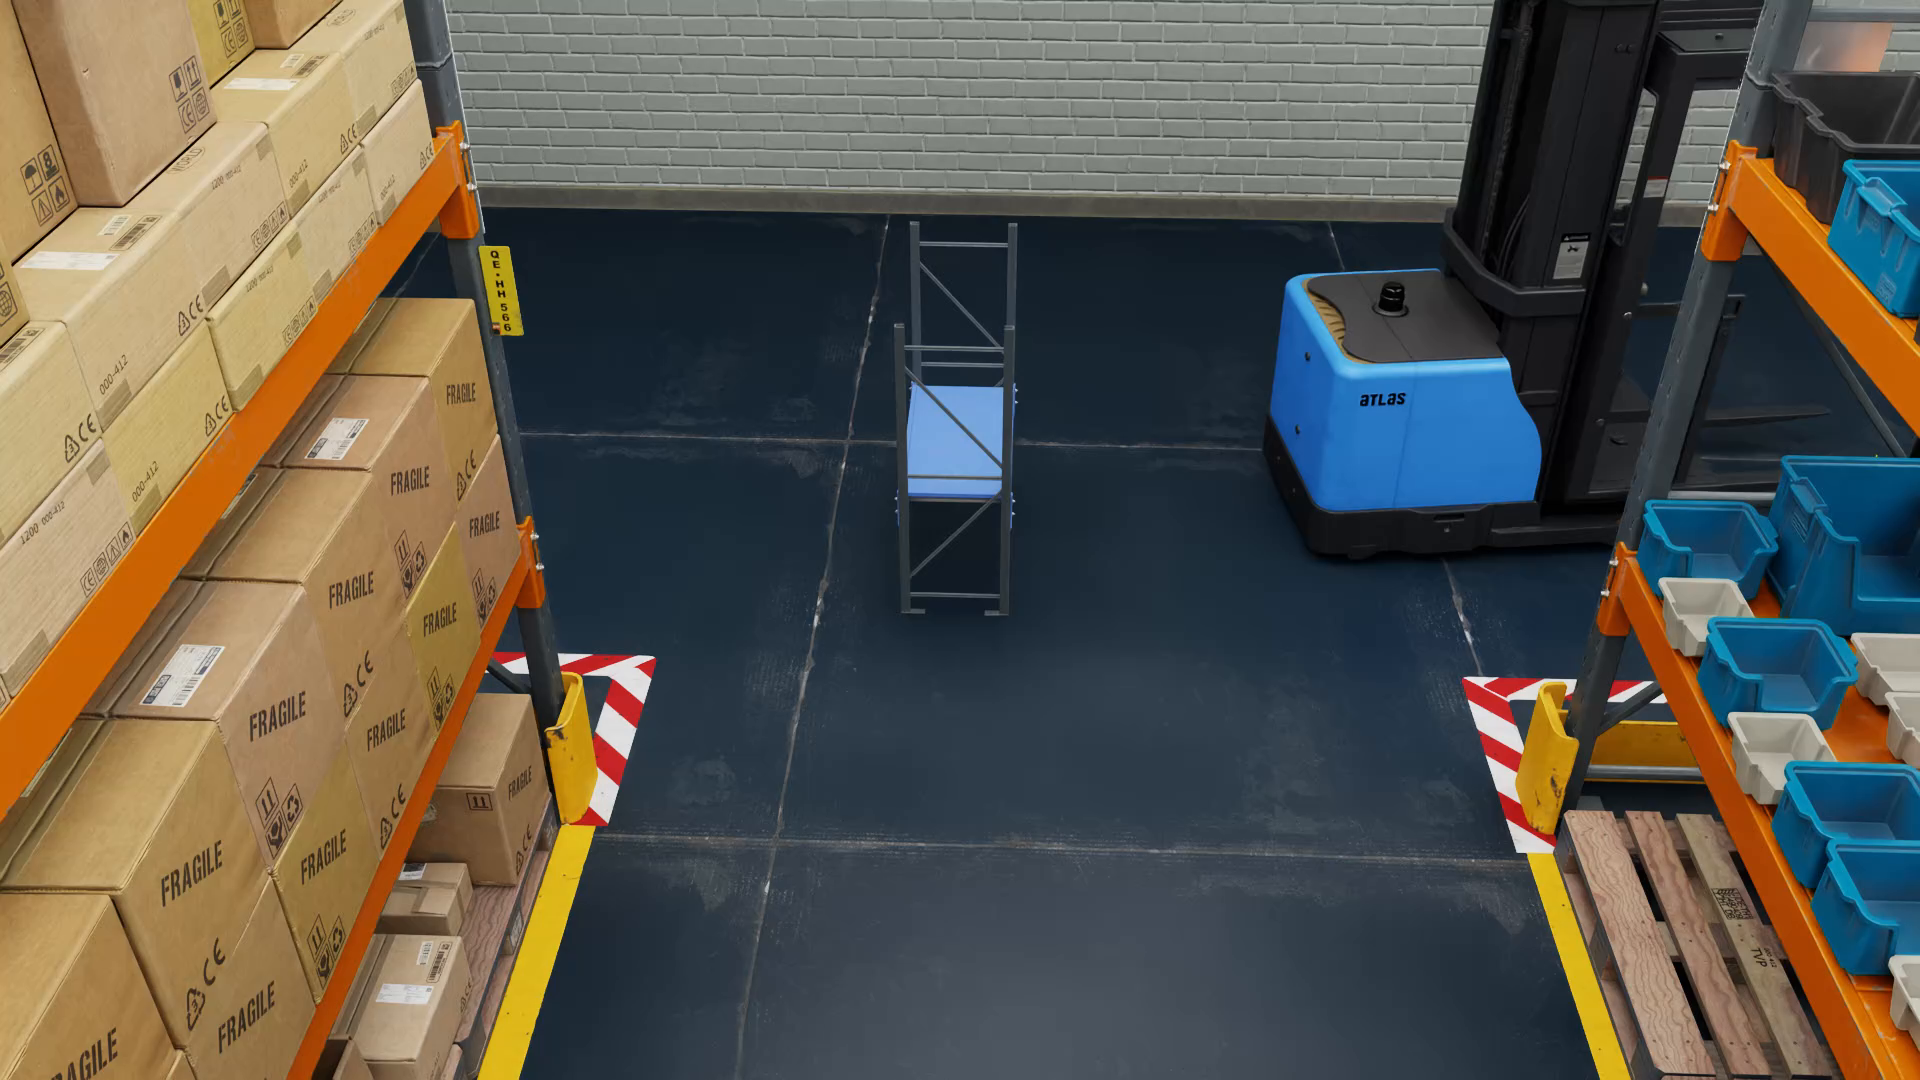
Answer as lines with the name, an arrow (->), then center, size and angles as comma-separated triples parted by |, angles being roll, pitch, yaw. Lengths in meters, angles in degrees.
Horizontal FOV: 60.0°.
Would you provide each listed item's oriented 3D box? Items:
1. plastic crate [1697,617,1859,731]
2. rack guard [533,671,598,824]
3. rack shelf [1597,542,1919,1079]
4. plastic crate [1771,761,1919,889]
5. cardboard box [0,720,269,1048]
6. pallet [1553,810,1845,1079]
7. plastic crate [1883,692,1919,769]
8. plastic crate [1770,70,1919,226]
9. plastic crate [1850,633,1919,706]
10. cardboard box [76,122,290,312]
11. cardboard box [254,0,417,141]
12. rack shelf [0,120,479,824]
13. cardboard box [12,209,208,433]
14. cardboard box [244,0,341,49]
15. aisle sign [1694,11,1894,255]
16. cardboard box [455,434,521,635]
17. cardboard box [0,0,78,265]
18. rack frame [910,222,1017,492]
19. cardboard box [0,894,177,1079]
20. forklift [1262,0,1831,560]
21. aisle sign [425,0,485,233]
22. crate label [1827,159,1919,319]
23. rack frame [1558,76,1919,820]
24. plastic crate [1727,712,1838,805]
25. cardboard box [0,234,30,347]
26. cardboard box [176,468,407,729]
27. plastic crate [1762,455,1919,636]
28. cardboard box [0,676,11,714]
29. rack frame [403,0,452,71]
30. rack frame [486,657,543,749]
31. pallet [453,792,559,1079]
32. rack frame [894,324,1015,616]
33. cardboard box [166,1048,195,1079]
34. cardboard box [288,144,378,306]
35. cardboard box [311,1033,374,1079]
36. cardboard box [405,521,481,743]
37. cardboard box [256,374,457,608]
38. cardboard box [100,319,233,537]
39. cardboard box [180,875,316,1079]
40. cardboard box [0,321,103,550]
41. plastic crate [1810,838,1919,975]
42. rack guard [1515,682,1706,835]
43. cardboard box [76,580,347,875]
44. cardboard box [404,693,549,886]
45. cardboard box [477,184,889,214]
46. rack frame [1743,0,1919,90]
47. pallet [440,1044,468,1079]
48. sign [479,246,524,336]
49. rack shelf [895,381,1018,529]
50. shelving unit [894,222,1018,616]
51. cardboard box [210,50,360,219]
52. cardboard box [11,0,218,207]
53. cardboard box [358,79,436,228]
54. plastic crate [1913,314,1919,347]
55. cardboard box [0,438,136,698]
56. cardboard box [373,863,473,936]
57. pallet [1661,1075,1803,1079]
plastic crate -> 2.504, 0.424, 5.131 | 0.416, 0.233, 0.300 | 1, 35, 2
rack guard -> -2.083, 0.818, 6.652 | 1.175, 0.500, 0.348 | 1, 35, 2
rack shelf -> 2.789, 1.311, 4.401 | 1.077, 0.370, 4.000 | 1, 35, 2
plastic crate -> 2.477, 0.803, 4.593 | 0.416, 0.233, 0.300 | 1, 35, 2
cardboard box -> -1.900, 0.744, 3.627 | 0.500, 0.500, 0.500 | 0, 35, 0
pallet -> 2.797, 1.482, 5.958 | 1.003, 0.211, 1.213 | 1, 35, 2
plastic crate -> 2.991, 0.590, 4.979 | 0.396, 0.136, 0.243 | 1, 35, 2
plastic crate -> 2.575, -1.091, 4.699 | 0.497, 0.269, 0.590 | 1, 35, 2
plastic crate -> 3.017, 0.424, 5.215 | 0.396, 0.136, 0.243 | 1, 35, 2
cardboard box -> -1.890, -0.744, 3.786 | 0.500, 0.250, 0.500 | 1, 35, 2
cardboard box -> -1.846, -1.318, 4.604 | 0.500, 0.250, 0.500 | 1, 35, 2
rack shelf -> -2.161, -0.032, 3.704 | 1.077, 0.370, 4.000 | 1, 35, 2
cardboard box -> -1.903, -0.456, 3.377 | 0.500, 0.250, 0.500 | 1, 35, 2
cardboard box -> -2.085, -1.630, 4.396 | 0.700, 0.500, 0.500 | 1, 35, 2
aisle sign -> 2.575, -1.244, 5.150 | 0.394, 0.787, 0.004 | 1, 35, 2
cardboard box -> -1.826, -0.026, 5.591 | 0.500, 0.500, 0.500 | 2, 35, 3
cardboard box -> -2.216, -0.770, 3.172 | 0.700, 0.500, 0.500 | 1, 35, 2
rack frame -> 0.017, -0.857, 8.165 | 0.500, 1.500, 0.032 | 1, 35, 2
cardboard box -> -1.921, 1.039, 3.207 | 0.500, 0.500, 0.500 | 0, 35, 0
forklift -> 3.150, -1.452, 7.767 | 3.031, 2.935, 1.130 | -3, 35, -5
aisle sign -> -1.772, -1.344, 5.293 | 0.394, 0.787, 0.004 | 1, 35, 2
crate label -> 2.509, -0.776, 4.266 | 0.408, 0.251, 0.502 | 1, 35, 2
rack frame -> 2.869, -0.132, 5.829 | 1.000, 3.000, 0.127 | 1, 35, 2
plastic crate -> 2.407, 0.658, 4.883 | 0.250, 0.136, 0.298 | 1, 35, 2
cardboard box -> -2.084, -0.479, 2.758 | 0.700, 0.500, 0.500 | 1, 35, 2
cardboard box -> -1.859, 0.152, 4.469 | 0.500, 0.500, 0.500 | 2, 35, 3
plastic crate -> 3.042, 0.026, 5.522 | 0.616, 0.435, 0.499 | 1, 35, 2
cardboard box -> -1.950, 0.323, 2.704 | 0.500, 0.250, 0.500 | 1, 35, 2
rack frame -> -2.080, -2.703, 4.270 | 1.000, 3.000, 0.127 | 1, 35, 2
rack frame -> -2.084, -0.249, 5.995 | 0.949, 2.616, 0.053 | 1, 35, 2
pallet -> -2.114, 1.394, 6.083 | 1.003, 0.211, 1.213 | 1, 35, 2
rack frame -> -0.024, -0.273, 7.333 | 0.500, 1.500, 0.032 | 1, 35, 2
cardboard box -> -2.147, 0.693, 4.568 | 1.079, 0.500, 3.026 | 2, 35, 3
cardboard box -> -1.869, -0.826, 4.339 | 0.500, 0.250, 0.500 | 1, 35, 2
cardboard box -> -2.171, 1.811, 4.852 | 0.797, 0.503, 0.637 | 1, 35, 2
cardboard box -> -1.844, 0.272, 5.167 | 0.500, 0.500, 0.500 | 2, 35, 2
cardboard box -> -1.843, -0.146, 4.893 | 0.500, 0.500, 0.500 | 2, 35, 3
cardboard box -> -1.912, -0.252, 3.521 | 0.500, 0.250, 0.500 | 1, 35, 2
cardboard box -> -1.909, 1.140, 3.932 | 0.500, 0.500, 0.500 | 1, 35, 2
cardboard box -> -1.923, -0.169, 2.968 | 0.500, 0.250, 0.500 | 1, 35, 2
plastic crate -> 2.465, 0.975, 4.347 | 0.416, 0.233, 0.300 | 1, 35, 2
rack guard -> 2.857, 0.877, 6.568 | 1.175, 0.500, 0.348 | 1, 35, 2
cardboard box -> -1.880, 0.447, 4.049 | 0.500, 0.500, 0.500 | 2, 35, 3
cardboard box -> -1.856, 0.912, 6.135 | 0.500, 0.500, 0.500 | 1, 35, 2
cardboard box -> -3.488, -3.543, 10.595 | 6.002, 3.100, 0.262 | 2, 35, 2
rack frame -> 2.869, -2.587, 4.104 | 1.000, 3.000, 0.127 | 1, 35, 2
pallet -> -2.166, 2.093, 5.088 | 1.003, 0.211, 1.213 | 1, 35, 2
sign -> -1.527, -0.827, 5.537 | 0.100, 0.325, 0.005 | 1, 35, 2
rack shelf -> -0.003, -0.417, 7.852 | 0.538, 0.185, 1.000 | 1, 35, 2
shelving unit -> -0.003, -0.565, 7.749 | 0.538, 1.500, 1.048 | 1, 35, 2
cardboard box -> -1.866, -1.031, 4.195 | 0.500, 0.250, 0.500 | 1, 35, 2
cardboard box -> -2.102, -1.055, 3.578 | 0.700, 0.500, 0.500 | 1, 35, 2
cardboard box -> -1.838, -1.113, 4.747 | 0.500, 0.250, 0.500 | 1, 35, 2
plastic crate -> 2.533, -0.463, 3.745 | 0.504, 0.338, 0.767 | 1, 35, 2
cardboard box -> -1.929, 0.036, 3.112 | 0.500, 0.250, 0.500 | 1, 35, 2
cardboard box -> -1.962, 1.279, 5.903 | 0.380, 0.166, 0.250 | 1, 35, 2
pallet -> 2.745, 2.181, 4.963 | 1.003, 0.211, 1.213 | 1, 35, 2
